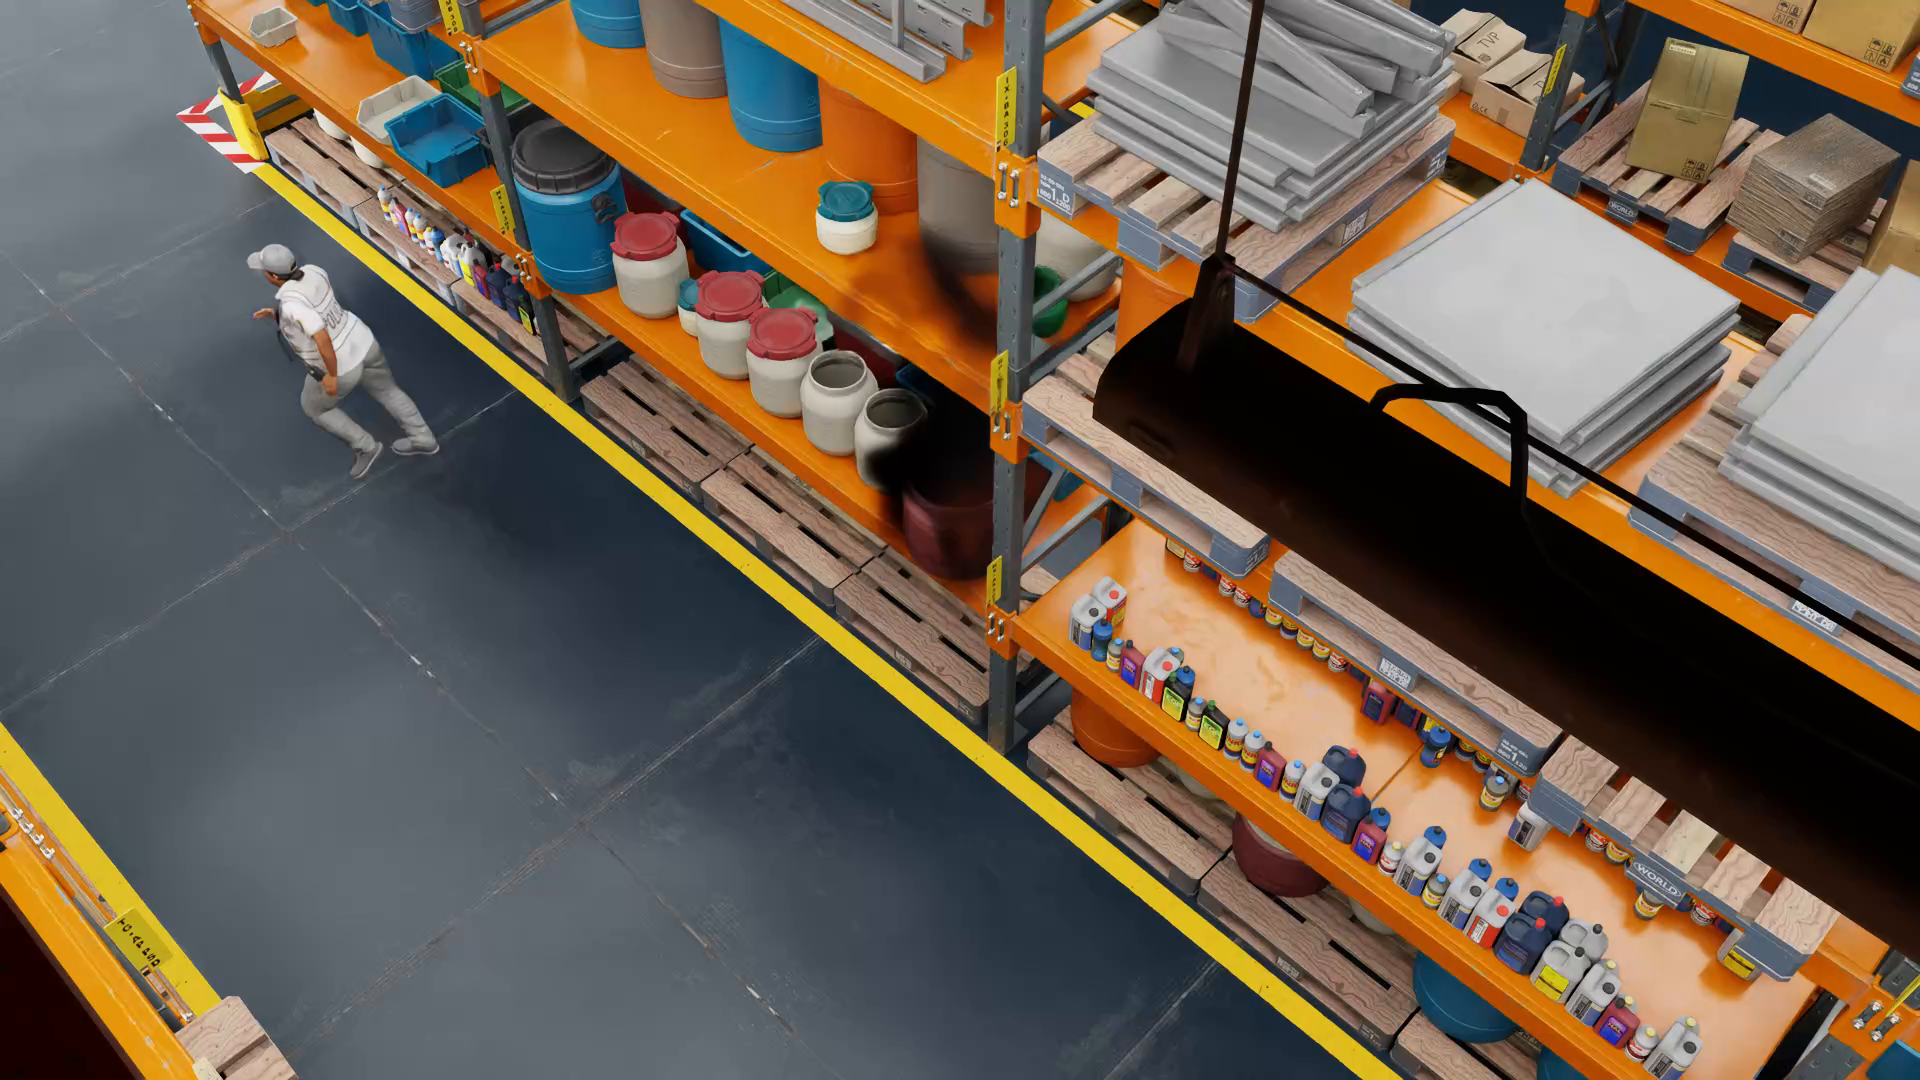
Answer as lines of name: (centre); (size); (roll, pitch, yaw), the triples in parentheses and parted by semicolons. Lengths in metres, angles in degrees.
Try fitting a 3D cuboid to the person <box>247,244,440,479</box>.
person: (-3.721, -1.058, 9.903); (0.893, 1.647, 0.605); (9, 51, 7)
